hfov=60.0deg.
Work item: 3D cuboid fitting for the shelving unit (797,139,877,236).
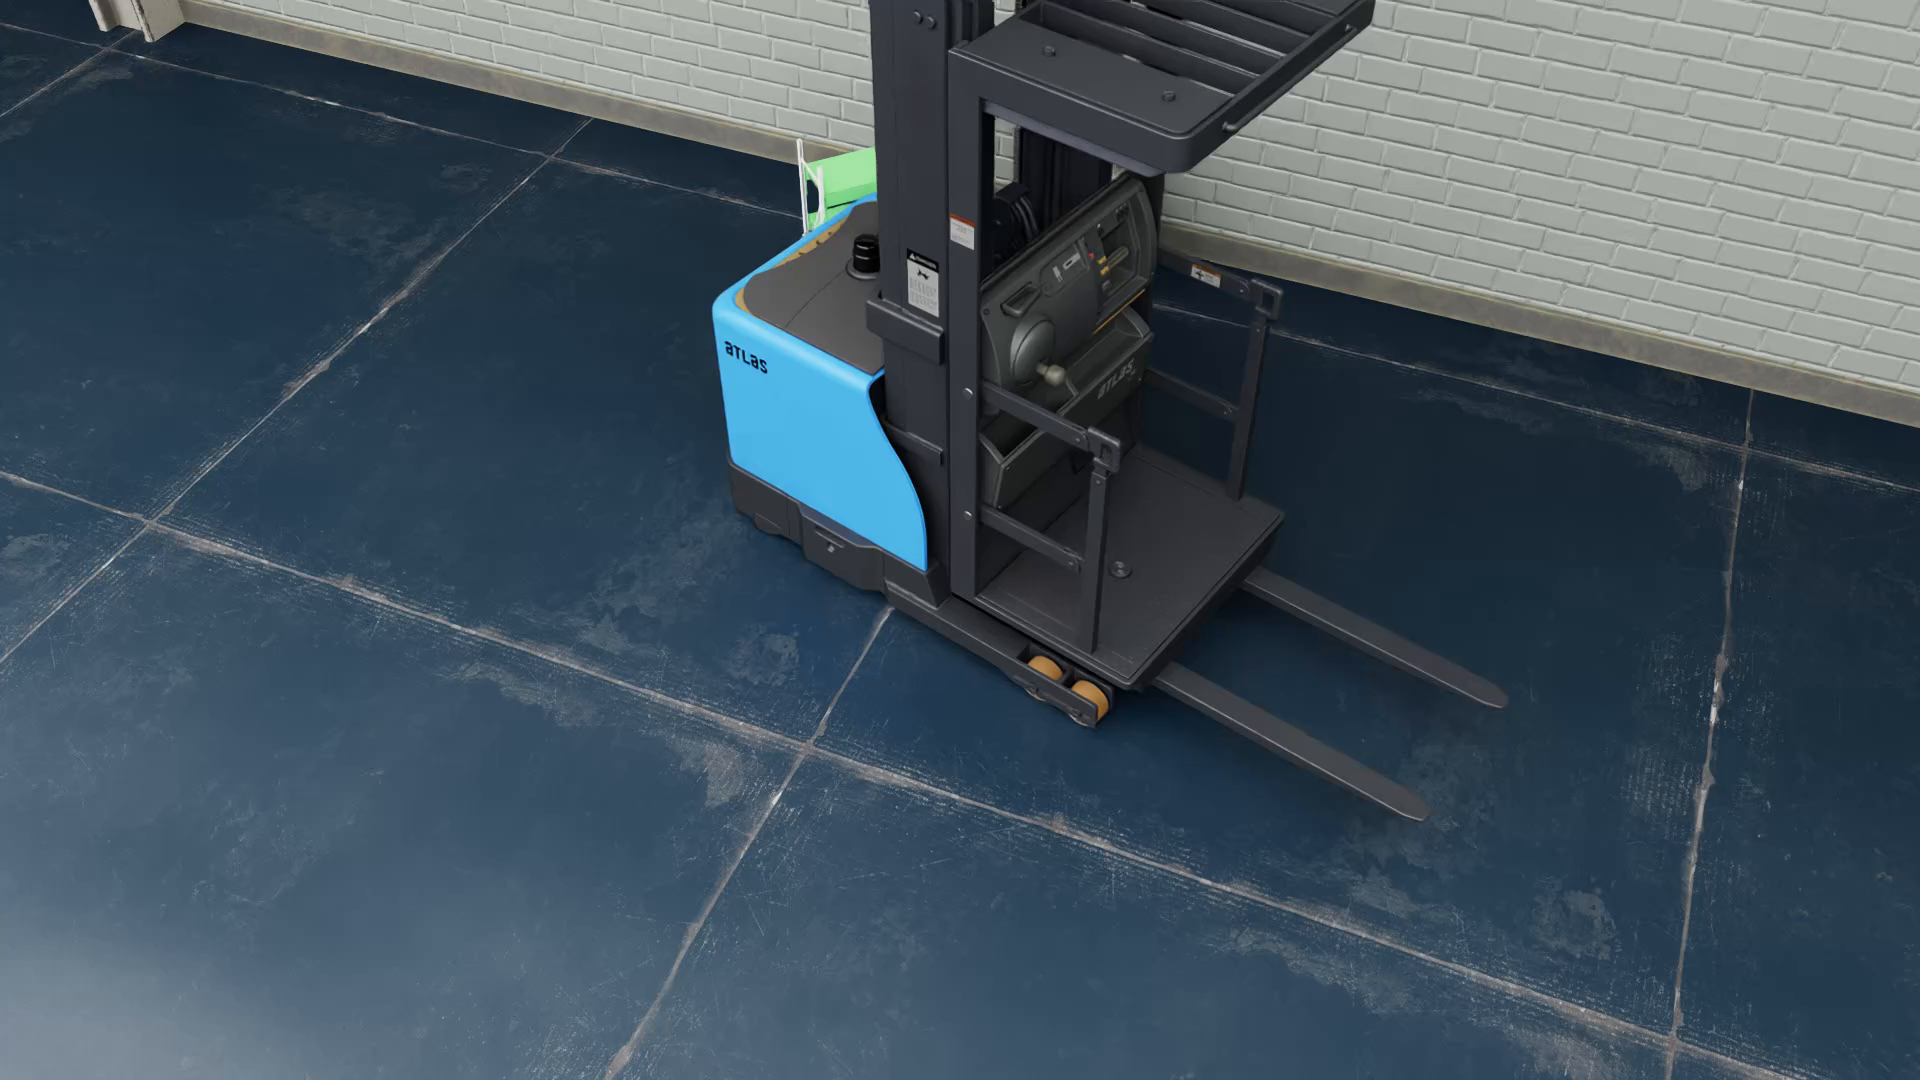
[{"bbox_3d":[-0.376,-1.179,7.084,0.503,1.200,0.258,-18,48,-18],"label":"shelving unit"}]

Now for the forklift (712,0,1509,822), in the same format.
[{"bbox_3d":[0.541,-0.790,5.466,3.031,2.935,1.130,29,52,26],"label":"forklift"}]

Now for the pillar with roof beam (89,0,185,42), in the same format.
[{"bbox_3d":[-6.467,-3.430,3.817,0.400,9.000,9.100,16,47,16],"label":"pillar with roof beam"}]

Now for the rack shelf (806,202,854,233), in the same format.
[{"bbox_3d":[-0.376,-1.304,6.960,0.480,0.148,0.258,-18,48,-18],"label":"rack shelf"}]

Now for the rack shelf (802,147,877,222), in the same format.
[{"bbox_3d":[-0.376,-1.474,6.790,0.480,0.148,0.258,-18,48,-18],"label":"rack shelf"}]

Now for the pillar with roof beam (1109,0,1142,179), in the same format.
[{"bbox_3d":[-0.929,-1.800,2.180,0.400,9.000,9.100,16,47,16],"label":"pillar with roof beam"}]

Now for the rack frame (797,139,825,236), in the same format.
[{"bbox_3d":[-0.597,-1.105,7.010,0.015,1.200,0.240,-18,48,-18],"label":"rack frame"}]
